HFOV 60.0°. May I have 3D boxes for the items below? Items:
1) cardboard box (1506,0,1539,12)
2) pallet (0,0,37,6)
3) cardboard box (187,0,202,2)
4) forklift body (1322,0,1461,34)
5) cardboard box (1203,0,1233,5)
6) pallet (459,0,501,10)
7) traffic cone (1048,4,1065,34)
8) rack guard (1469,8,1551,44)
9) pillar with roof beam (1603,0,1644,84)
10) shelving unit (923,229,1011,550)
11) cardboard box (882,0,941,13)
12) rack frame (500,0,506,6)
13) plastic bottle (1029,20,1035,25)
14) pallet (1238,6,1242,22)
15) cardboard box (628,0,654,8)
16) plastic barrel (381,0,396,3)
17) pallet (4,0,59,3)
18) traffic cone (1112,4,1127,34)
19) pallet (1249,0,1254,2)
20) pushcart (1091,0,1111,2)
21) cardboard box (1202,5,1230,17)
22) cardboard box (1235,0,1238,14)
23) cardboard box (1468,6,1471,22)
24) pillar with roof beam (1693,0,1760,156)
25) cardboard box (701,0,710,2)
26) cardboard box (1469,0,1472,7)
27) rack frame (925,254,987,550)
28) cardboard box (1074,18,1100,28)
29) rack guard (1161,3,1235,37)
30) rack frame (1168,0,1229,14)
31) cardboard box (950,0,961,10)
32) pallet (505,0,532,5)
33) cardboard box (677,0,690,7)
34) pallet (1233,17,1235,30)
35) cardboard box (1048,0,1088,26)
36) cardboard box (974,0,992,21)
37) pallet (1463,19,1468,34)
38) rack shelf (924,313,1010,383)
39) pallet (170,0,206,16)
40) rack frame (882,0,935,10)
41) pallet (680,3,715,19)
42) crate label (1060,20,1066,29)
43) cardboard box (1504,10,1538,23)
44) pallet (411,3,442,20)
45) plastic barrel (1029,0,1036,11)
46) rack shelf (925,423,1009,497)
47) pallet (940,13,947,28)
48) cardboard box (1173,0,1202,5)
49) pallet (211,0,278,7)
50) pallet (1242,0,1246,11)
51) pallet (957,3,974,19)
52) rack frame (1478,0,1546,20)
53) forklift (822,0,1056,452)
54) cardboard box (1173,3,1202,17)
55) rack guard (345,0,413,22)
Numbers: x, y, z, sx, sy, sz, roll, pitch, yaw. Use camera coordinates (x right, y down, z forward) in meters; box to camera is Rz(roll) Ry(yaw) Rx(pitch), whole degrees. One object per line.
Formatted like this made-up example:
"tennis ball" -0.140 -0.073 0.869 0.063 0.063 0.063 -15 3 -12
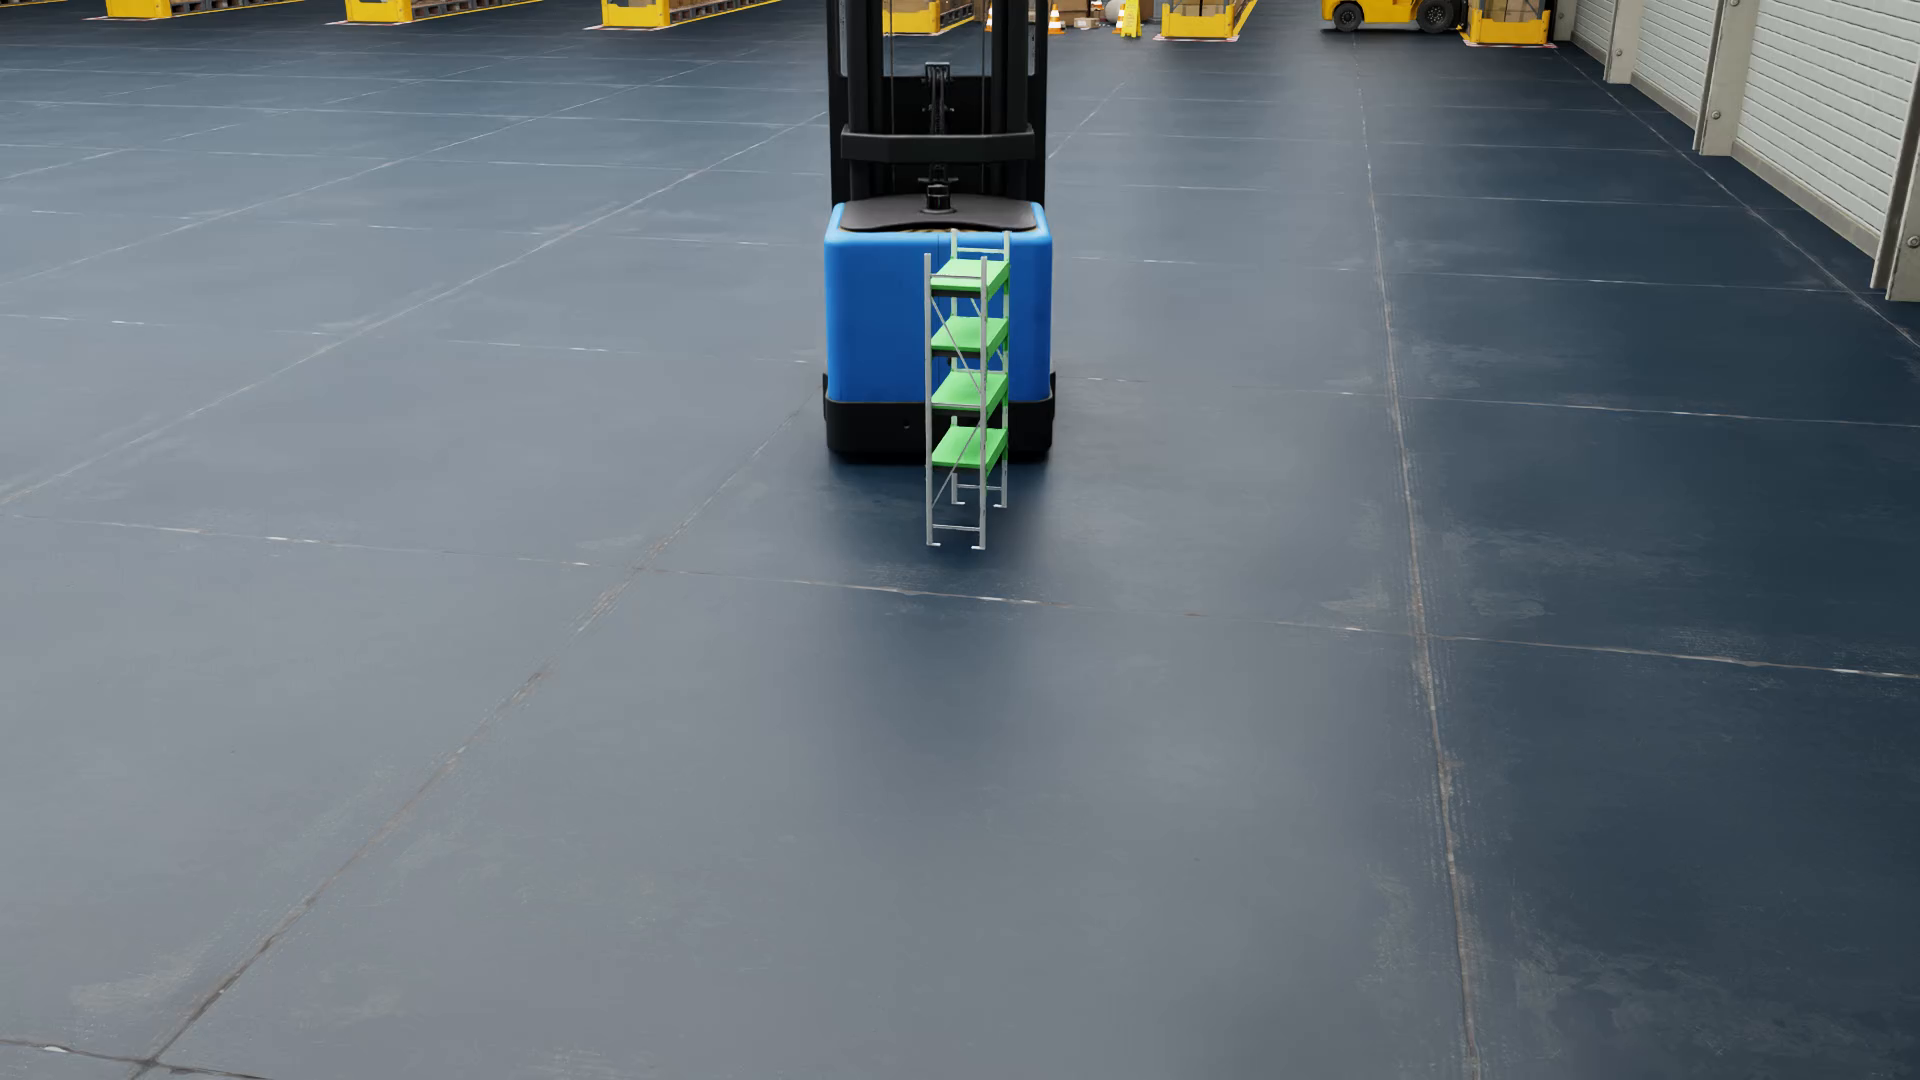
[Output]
"cardboard box" 9.093 -8.695 26.877 0.500 0.250 0.500 5 22 12
"pallet" -19.848 -11.126 34.197 1.003 0.211 1.213 4 22 11
"cardboard box" -15.039 -10.558 32.172 0.500 0.250 0.500 4 22 11
"forklift body" 7.395 -9.826 28.373 2.313 2.155 1.214 4 22 11
"cardboard box" 4.374 -9.314 28.080 0.500 0.500 0.500 4 22 9
"pallet" -9.978 -10.824 33.448 1.003 0.211 1.213 4 22 11
"traffic cone" 1.603 -8.804 28.093 0.336 0.463 0.334 4 22 11
"rack guard" 8.789 -8.219 26.592 1.175 0.500 0.348 4 22 11
"pillar with roof beam" 4.380 -10.490 20.854 9.100 9.000 0.400 4 22 11
"shelving unit" 0.034 -0.617 6.780 0.258 1.200 0.503 4 22 11
"cardboard box" -0.859 -9.567 28.875 0.875 0.875 0.875 5 22 11
"rack frame" -9.800 -12.360 33.529 1.000 3.000 0.127 4 22 11
"plastic bottle" 1.264 -9.271 29.791 0.133 0.061 0.283 -3 22 -8
"pallet" 4.648 -9.686 30.620 1.003 0.211 1.213 4 22 11
"cardboard box" -5.624 -9.782 29.911 0.500 0.500 0.500 9 24 21
"plastic barrel" -10.557 -10.185 30.895 0.421 0.512 0.421 0 22 0
"pallet" -19.601 -11.574 35.308 1.003 0.211 1.213 4 22 11
"traffic cone" 2.759 -8.843 28.192 0.336 0.463 0.334 4 22 11
"pallet" 5.801 -11.679 35.571 1.003 0.211 1.213 4 22 11
"pushcart" 2.508 -10.166 31.592 1.648 0.377 0.936 -3 22 -8
"cardboard box" 4.369 -8.958 28.199 0.500 0.250 0.500 4 22 10
"cardboard box" 4.580 -9.344 29.159 0.500 0.250 0.500 6 23 15
"cardboard box" 8.691 -8.684 27.519 0.500 0.250 0.500 4 22 11
"pillar with roof beam" 3.155 -8.296 15.406 9.100 9.000 0.400 4 22 11
"cardboard box" -5.181 -10.665 32.103 0.500 0.500 0.500 12 25 28
"cardboard box" 8.700 -8.923 27.444 0.500 0.250 0.500 4 22 10
"rack frame" -0.016 -0.528 6.558 0.240 1.200 0.015 4 22 11
"cardboard box" 2.224 -9.075 29.188 0.380 0.149 0.250 18 28 38
"rack guard" 3.950 -8.633 27.619 1.175 0.500 0.348 4 22 11
"rack frame" 3.934 -9.764 27.083 1.000 3.000 0.127 4 22 11
"cardboard box" -0.493 -10.222 30.502 0.875 0.875 0.875 5 22 11
"pallet" -9.678 -11.357 34.770 1.003 0.211 1.213 4 22 11
"cardboard box" -5.389 -10.231 31.026 0.500 0.500 0.500 7 23 16
"pallet" 4.150 -8.793 28.404 1.003 0.211 1.213 4 22 11
"cardboard box" 1.814 -9.442 29.624 0.797 0.503 0.637 -11 25 -26
"cardboard box" 0.572 -9.763 30.423 0.500 0.500 0.500 8 23 20
"pallet" 9.160 -8.822 28.475 1.003 0.211 1.213 4 22 11
"rack shelf" 0.034 -0.780 6.714 0.258 0.148 0.480 4 22 11
"pallet" -15.350 -10.266 32.061 1.003 0.211 1.213 4 22 11
"rack frame" -0.932 -10.105 27.929 1.000 3.000 0.127 4 22 11
"pallet" -5.300 -9.993 31.385 1.003 0.211 1.213 4 22 11
"crate label" 1.703 -8.945 28.880 0.250 0.136 0.298 -7 23 -17
"cardboard box" 9.086 -8.471 26.991 0.500 0.250 0.500 5 22 11
"pallet" -10.476 -9.932 31.232 1.003 0.211 1.213 4 22 11
"plastic barrel" 1.154 -9.841 30.722 0.421 0.421 0.512 -16 27 -35
"rack shelf" 0.034 -0.335 6.893 0.258 0.148 0.480 4 22 11
"pallet" -0.846 -9.110 29.190 1.003 0.211 1.213 4 22 11
"cardboard box" 3.842 -9.345 28.155 0.500 0.500 0.500 5 22 11
"pallet" -14.852 -11.158 34.277 1.003 0.211 1.213 4 22 11
"pallet" 5.154 -10.666 33.055 1.003 0.211 1.213 4 22 11
"pallet" -0.348 -10.002 31.406 1.003 0.211 1.213 4 22 11
"rack frame" 8.794 -9.387 26.147 1.000 3.000 0.127 4 22 11
"forklift" -0.115 -2.264 8.551 1.130 2.935 3.031 0 22 -1
"cardboard box" 3.840 -9.009 28.325 0.500 0.250 0.500 4 22 11
"rack guard" -10.647 -9.769 30.441 1.175 0.500 0.348 4 22 11
